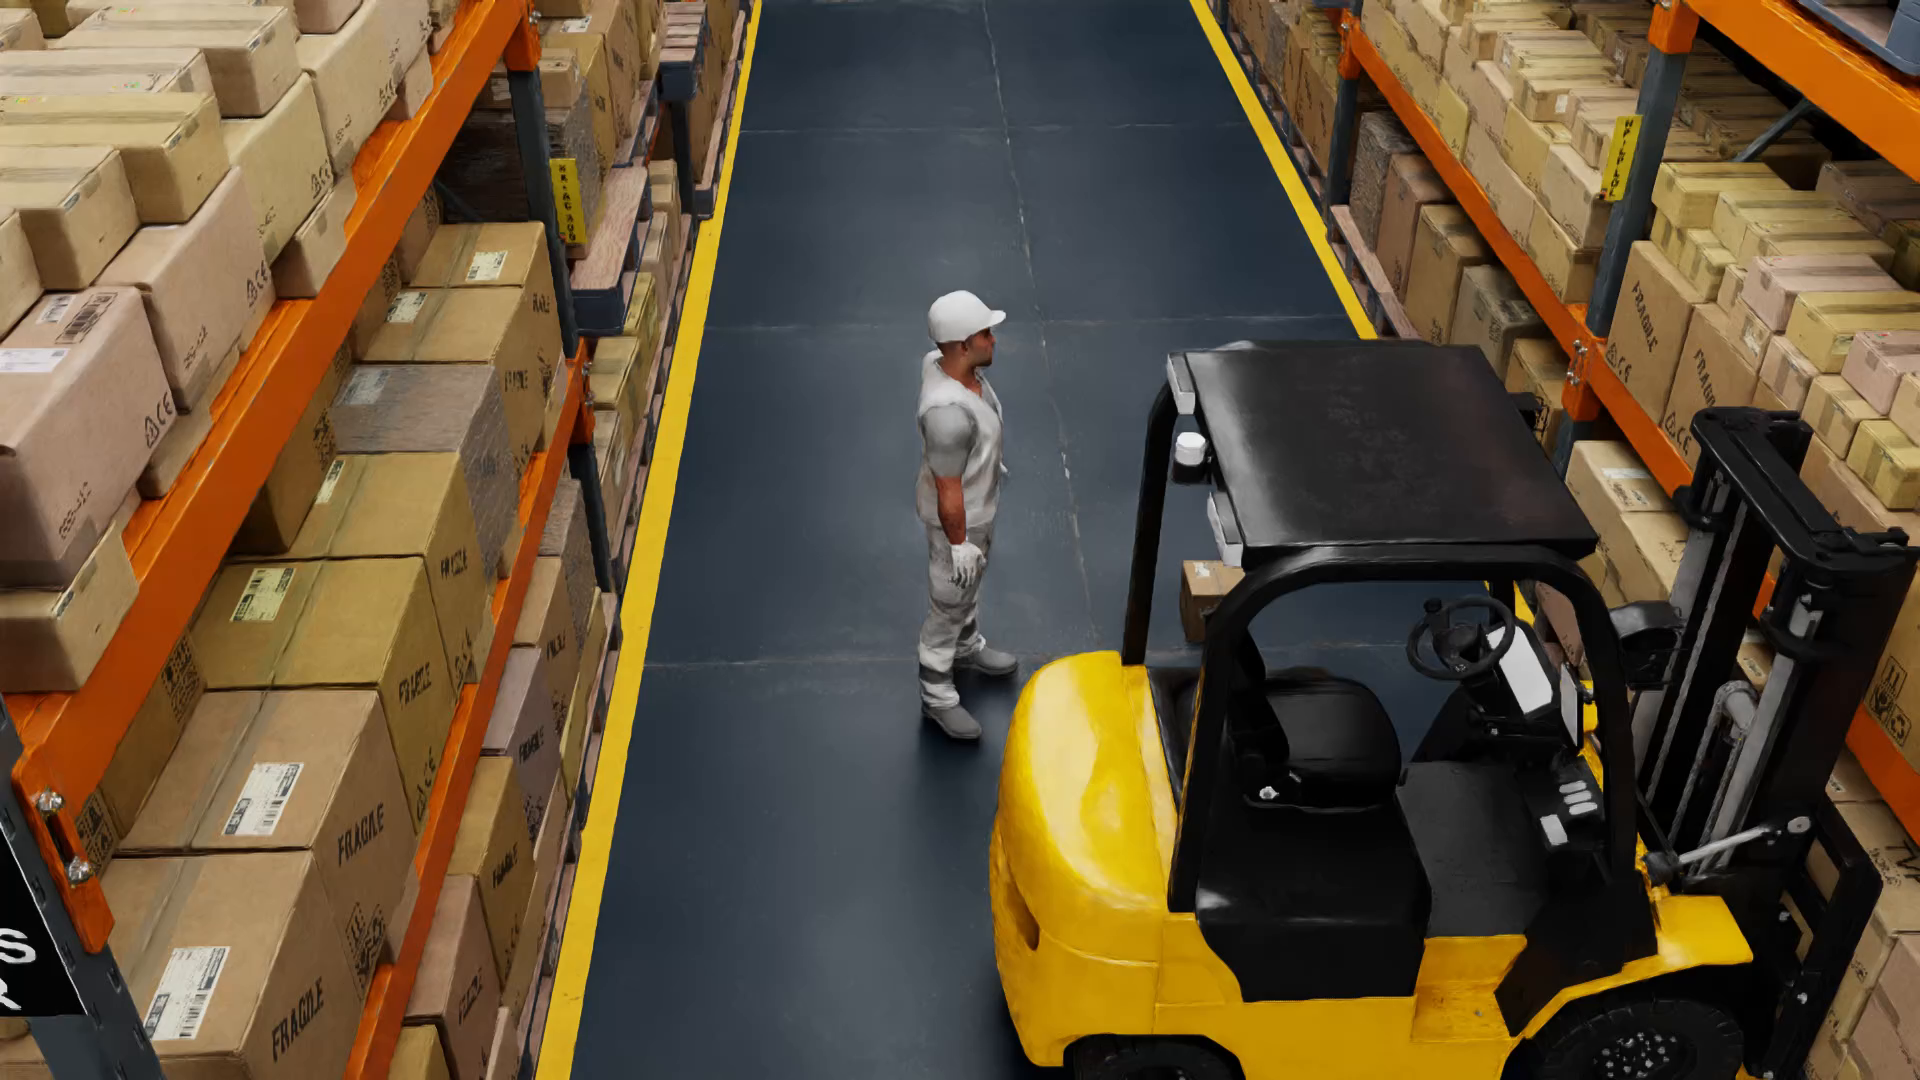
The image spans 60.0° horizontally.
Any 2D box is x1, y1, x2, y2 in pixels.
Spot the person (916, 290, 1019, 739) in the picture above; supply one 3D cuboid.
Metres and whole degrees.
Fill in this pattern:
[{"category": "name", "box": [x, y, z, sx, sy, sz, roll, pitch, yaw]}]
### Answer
[{"category": "person", "box": [0.033, -0.131, 6.251, 0.396, 1.798, 0.662, 3, 35, 4]}]
